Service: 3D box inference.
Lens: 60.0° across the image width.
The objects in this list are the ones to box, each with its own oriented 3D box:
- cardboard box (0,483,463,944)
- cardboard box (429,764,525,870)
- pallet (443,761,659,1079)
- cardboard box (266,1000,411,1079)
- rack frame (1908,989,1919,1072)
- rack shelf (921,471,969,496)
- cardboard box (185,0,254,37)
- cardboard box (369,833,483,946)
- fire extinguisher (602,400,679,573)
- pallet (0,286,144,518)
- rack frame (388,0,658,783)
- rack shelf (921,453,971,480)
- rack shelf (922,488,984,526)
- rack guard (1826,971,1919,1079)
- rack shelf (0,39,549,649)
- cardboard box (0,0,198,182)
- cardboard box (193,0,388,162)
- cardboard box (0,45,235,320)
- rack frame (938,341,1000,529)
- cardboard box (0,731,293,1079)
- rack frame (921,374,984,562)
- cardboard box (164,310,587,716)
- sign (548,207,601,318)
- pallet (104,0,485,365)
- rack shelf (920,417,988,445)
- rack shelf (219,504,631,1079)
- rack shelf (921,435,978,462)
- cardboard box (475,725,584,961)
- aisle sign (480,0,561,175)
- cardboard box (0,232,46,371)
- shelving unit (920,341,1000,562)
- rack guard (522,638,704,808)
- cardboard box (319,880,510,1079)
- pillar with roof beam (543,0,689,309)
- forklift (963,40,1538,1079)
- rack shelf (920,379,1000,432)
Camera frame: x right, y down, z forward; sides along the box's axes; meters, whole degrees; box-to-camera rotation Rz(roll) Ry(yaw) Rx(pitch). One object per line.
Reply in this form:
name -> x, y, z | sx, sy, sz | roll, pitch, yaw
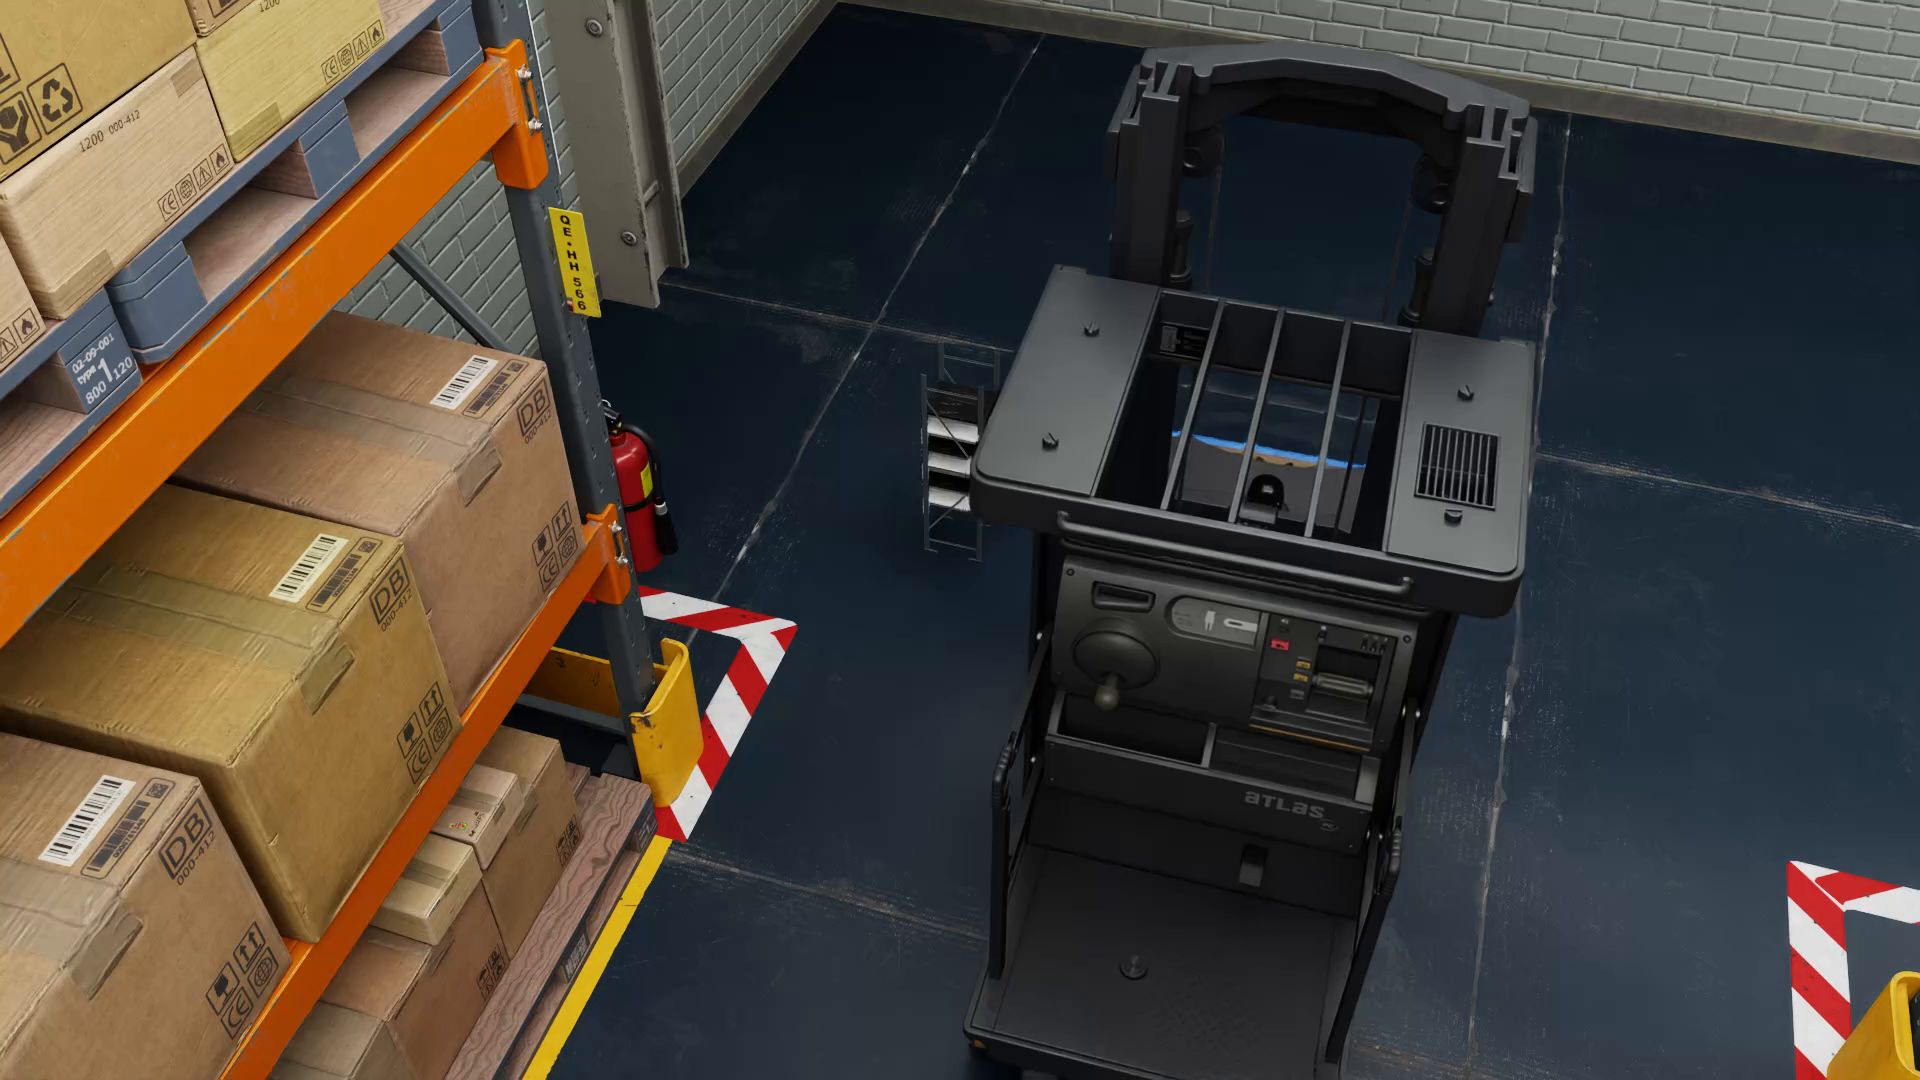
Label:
cardboard box -> -1.876, 0.374, 4.009 | 0.980, 0.700, 0.700 | 12, 46, 12
cardboard box -> -1.503, 0.775, 4.836 | 0.380, 0.149, 0.250 | 12, 46, 12
pallet -> -1.689, 1.198, 5.375 | 1.003, 0.211, 1.213 | 13, 46, 13
cardboard box -> -1.941, 1.552, 4.506 | 0.700, 0.500, 0.500 | 11, 45, 11
rack frame -> 3.201, 0.699, 3.891 | 1.000, 3.000, 0.127 | 13, 46, 13
rack shelf -> 0.002, -0.239, 6.527 | 0.258, 0.077, 0.200 | 13, 46, 13
cardboard box -> -1.483, -1.275, 2.963 | 0.500, 0.500, 0.500 | 12, 46, 12
cardboard box -> -1.580, 0.946, 4.662 | 0.380, 0.149, 0.250 | 14, 46, 14
fire extinguisher -> -1.036, -0.190, 5.121 | 0.296, 0.674, 0.183 | 13, 46, 13
pallet -> -2.104, -0.076, 2.602 | 1.003, 0.211, 1.213 | 13, 46, 13
rack frame -> -1.521, -0.348, 4.961 | 1.000, 3.000, 0.127 | 13, 46, 13
rack shelf -> 0.002, -0.303, 6.464 | 0.258, 0.077, 0.200 | 13, 46, 13
rack shelf -> 0.002, -0.175, 6.590 | 0.258, 0.077, 0.200 | 13, 46, 13
rack guard -> 3.178, 1.643, 4.714 | 1.175, 0.500, 0.348 | 13, 46, 13
rack shelf -> -2.127, 0.170, 2.801 | 1.077, 0.370, 4.000 | 13, 46, 13
cardboard box -> -1.645, -0.944, 2.624 | 0.500, 0.500, 0.500 | 14, 46, 14
cardboard box -> -1.490, -1.008, 3.226 | 0.500, 0.250, 0.500 | 14, 46, 14
cardboard box -> -1.647, -0.661, 2.872 | 0.500, 0.250, 0.500 | 11, 45, 11
rack frame -> 0.033, -0.395, 6.510 | 0.240, 0.900, 0.006 | 13, 46, 13
cardboard box -> -2.116, 0.880, 3.491 | 0.980, 0.700, 0.700 | 10, 45, 11
rack frame -> -0.028, -0.259, 6.372 | 0.240, 0.900, 0.006 | 13, 46, 13
cardboard box -> -1.666, -0.113, 4.507 | 0.980, 0.700, 0.700 | 14, 46, 14
sign -> -1.008, -0.723, 4.346 | 0.100, 0.325, 0.005 | 13, 46, 13
pallet -> -1.736, -0.892, 3.435 | 1.003, 0.211, 1.213 | 13, 46, 13
rack shelf -> 0.002, -0.432, 6.338 | 0.258, 0.077, 0.200 | 13, 46, 13
rack shelf -> -2.127, 1.242, 3.850 | 1.077, 0.370, 4.000 | 13, 46, 13
rack shelf -> 0.002, -0.368, 6.401 | 0.258, 0.077, 0.200 | 13, 46, 13
cardboard box -> -1.638, 0.883, 5.190 | 0.700, 0.500, 0.500 | 13, 46, 13
aisle sign -> -1.214, -1.262, 4.036 | 0.394, 0.787, 0.004 | 13, 46, 13
cardboard box -> -1.800, -0.313, 2.516 | 0.500, 0.250, 0.500 | 11, 45, 11
shelving unit -> 0.002, -0.327, 6.441 | 0.258, 0.900, 0.210 | 13, 46, 13
rack guard -> -1.514, 0.529, 5.852 | 1.175, 0.500, 0.348 | 13, 46, 13
cardboard box -> -1.789, 1.216, 4.849 | 0.700, 0.500, 0.500 | 12, 46, 12
pillar with roof beam -> 2.575, -3.563, 3.958 | 9.100, 9.000, 0.400 | 13, 46, 13
forklift -> 0.655, 0.404, 4.242 | 1.130, 2.935, 3.031 | 11, 45, 11
rack shelf -> 0.002, -0.496, 6.275 | 0.258, 0.077, 0.200 | 13, 46, 13
